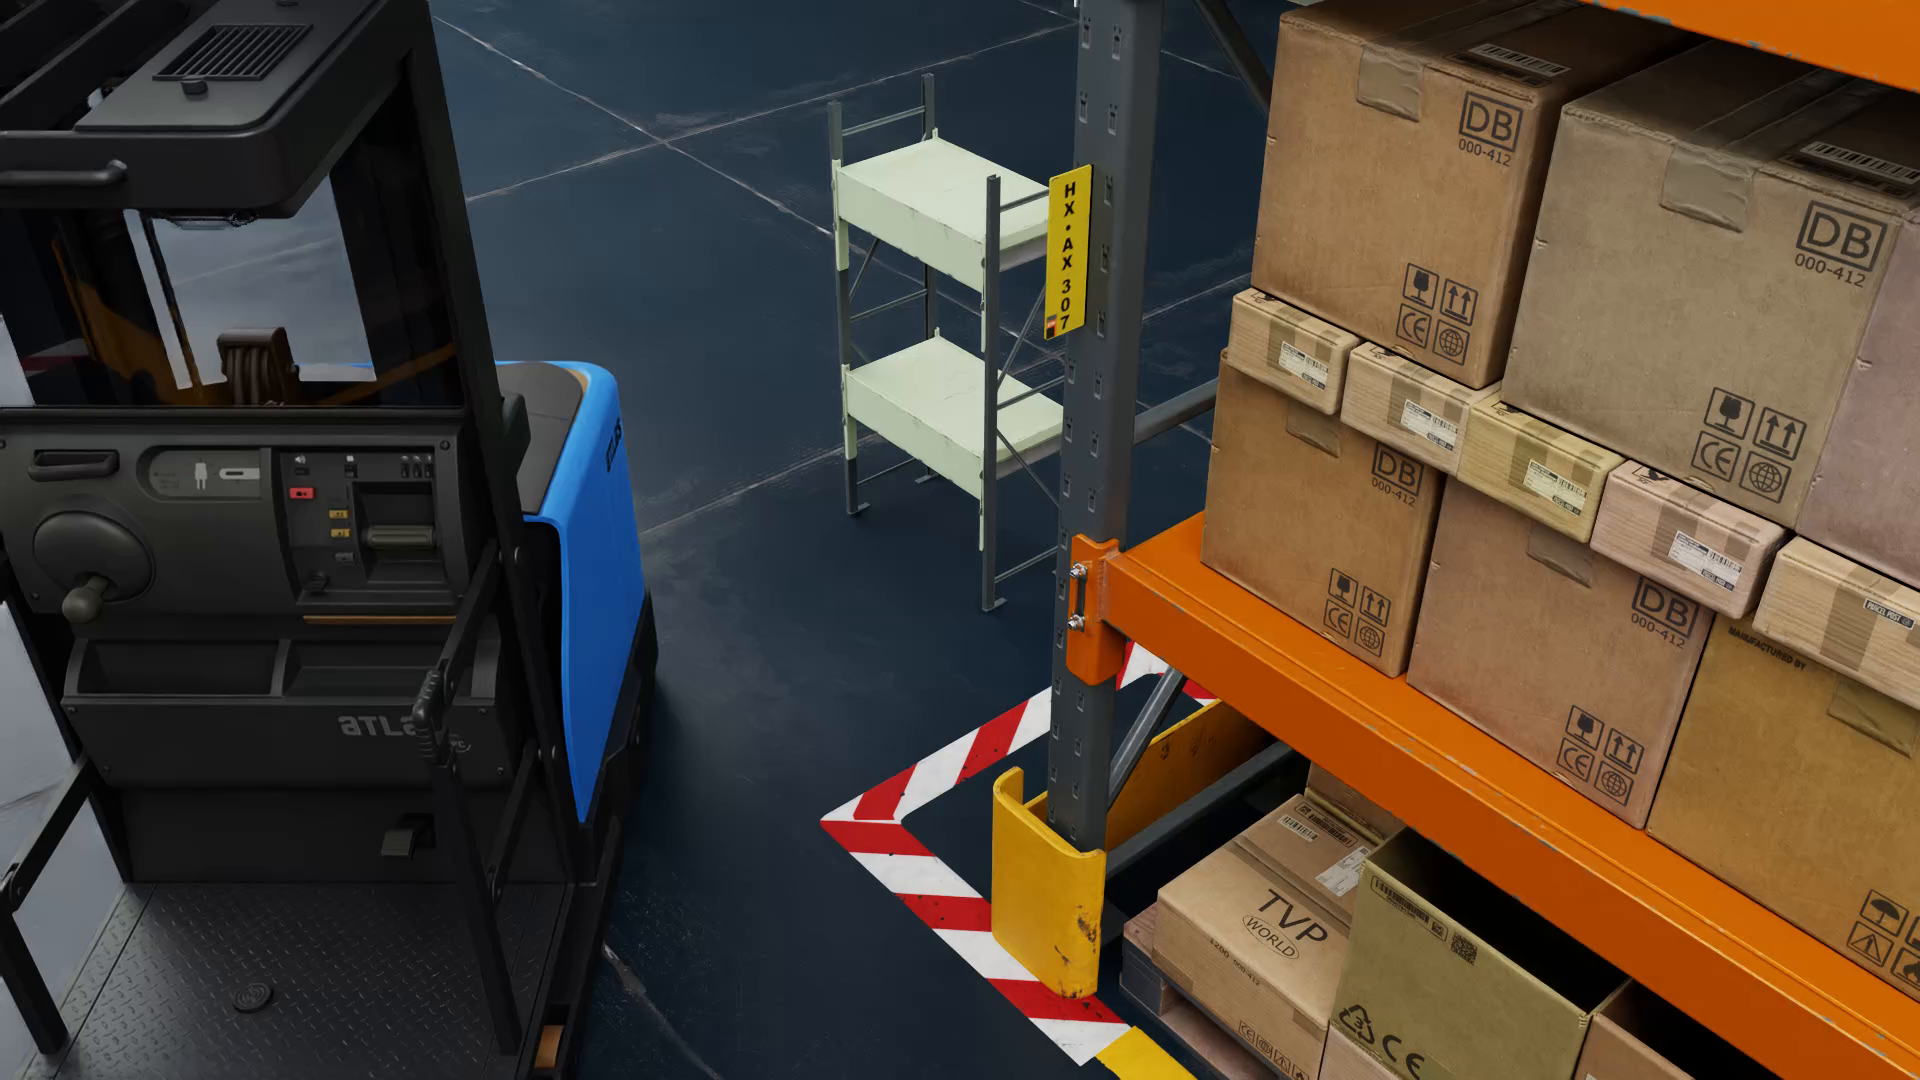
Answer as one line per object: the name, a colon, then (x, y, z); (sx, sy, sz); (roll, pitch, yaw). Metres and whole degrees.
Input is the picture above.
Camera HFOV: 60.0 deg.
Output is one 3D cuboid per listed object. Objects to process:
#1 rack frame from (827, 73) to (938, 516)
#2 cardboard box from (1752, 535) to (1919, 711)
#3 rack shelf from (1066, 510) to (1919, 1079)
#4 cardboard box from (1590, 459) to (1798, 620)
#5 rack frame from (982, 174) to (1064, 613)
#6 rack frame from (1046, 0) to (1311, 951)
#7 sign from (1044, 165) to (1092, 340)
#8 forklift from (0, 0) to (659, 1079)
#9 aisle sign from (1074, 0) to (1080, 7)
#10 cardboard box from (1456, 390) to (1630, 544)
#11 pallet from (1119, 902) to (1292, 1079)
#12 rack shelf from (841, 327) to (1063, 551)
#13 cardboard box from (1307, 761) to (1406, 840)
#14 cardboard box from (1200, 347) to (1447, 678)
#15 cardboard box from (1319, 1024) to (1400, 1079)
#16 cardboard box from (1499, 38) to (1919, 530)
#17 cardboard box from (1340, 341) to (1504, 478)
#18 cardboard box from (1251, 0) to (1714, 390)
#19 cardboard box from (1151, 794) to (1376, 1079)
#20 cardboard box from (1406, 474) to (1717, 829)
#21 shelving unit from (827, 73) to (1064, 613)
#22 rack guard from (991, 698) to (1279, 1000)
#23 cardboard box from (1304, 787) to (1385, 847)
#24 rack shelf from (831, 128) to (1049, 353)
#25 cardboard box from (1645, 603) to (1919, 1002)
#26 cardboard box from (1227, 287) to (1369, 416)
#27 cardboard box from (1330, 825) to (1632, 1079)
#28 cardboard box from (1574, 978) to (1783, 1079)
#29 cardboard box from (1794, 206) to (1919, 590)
rack frame: (-0.241, -0.777, 5.549); (0.400, 1.500, 0.023); (-26, 43, -32)
cardboard box: (1.383, 0.054, 2.430); (0.380, 0.149, 0.250); (-28, 44, -33)
rack shelf: (1.918, 0.828, 2.608); (1.077, 0.370, 4.000); (-26, 43, -32)
cardboard box: (1.209, -0.062, 2.595); (0.380, 0.149, 0.250); (-27, 43, -32)
rack frame: (0.232, -0.453, 5.093); (0.400, 1.500, 0.023); (-26, 43, -32)
rack frame: (0.627, -0.349, 3.647); (1.000, 3.000, 0.127); (-26, 43, -32)
sign: (0.199, -0.530, 3.085); (0.100, 0.325, 0.005); (-26, 43, -32)
forklift: (-1.461, 0.034, 3.167); (1.130, 2.935, 3.031); (0, 35, 0)
aisle sign: (0.351, -1.324, 2.775); (0.394, 0.787, 0.004); (-26, 43, -32)
cardboard box: (1.048, -0.174, 2.753); (0.380, 0.149, 0.250); (-26, 43, -32)
pallet: (1.153, 1.111, 3.998); (1.003, 0.211, 1.213); (-26, 43, -32)
rack shelf: (-0.004, -0.349, 5.509); (0.431, 0.370, 0.720); (-26, 43, -32)
cardboard box: (1.201, 0.422, 3.926); (0.500, 0.500, 0.500); (-26, 43, -32)
cardboard box: (0.919, -0.179, 3.320); (0.700, 0.500, 0.500); (-26, 43, -32)
cardboard box: (1.129, 1.141, 3.559); (0.500, 0.250, 0.500); (-26, 43, -32)
cardboard box: (1.296, -0.455, 2.587); (0.700, 0.500, 0.500); (-27, 43, -33)
cardboard box: (0.888, -0.285, 2.910); (0.380, 0.149, 0.250); (-27, 43, -33)
cardboard box: (0.953, -0.685, 2.912); (0.700, 0.500, 0.500); (-26, 43, -32)
cardboard box: (0.803, 0.922, 3.869); (0.500, 0.250, 0.500); (-26, 43, -32)
cardboard box: (1.261, 0.051, 2.996); (0.700, 0.500, 0.500); (-25, 42, -31)
shelving unit: (-0.004, -0.615, 5.321); (0.431, 1.500, 0.755); (-26, 43, -32)
rack guard: (0.612, 0.661, 4.384); (1.175, 0.500, 0.348); (-26, 43, -32)
cardboard box: (1.199, 0.729, 4.142); (0.500, 0.250, 0.500); (-26, 43, -32)
rack shelf: (-0.004, -0.933, 5.095); (0.431, 0.370, 0.720); (-26, 43, -32)
cardboard box: (1.577, 0.273, 2.683); (0.700, 0.500, 0.500); (-26, 43, -31)
cardboard box: (0.716, -0.401, 3.073); (0.380, 0.149, 0.250); (-26, 43, -32)
cardboard box: (1.127, 0.836, 3.342); (0.500, 0.500, 0.500); (-26, 43, -32)
cardboard box: (1.460, 1.052, 3.037); (0.500, 0.500, 0.500); (-26, 43, -32)
cardboard box: (1.622, -0.232, 2.274); (0.700, 0.500, 0.500); (-26, 43, -32)
